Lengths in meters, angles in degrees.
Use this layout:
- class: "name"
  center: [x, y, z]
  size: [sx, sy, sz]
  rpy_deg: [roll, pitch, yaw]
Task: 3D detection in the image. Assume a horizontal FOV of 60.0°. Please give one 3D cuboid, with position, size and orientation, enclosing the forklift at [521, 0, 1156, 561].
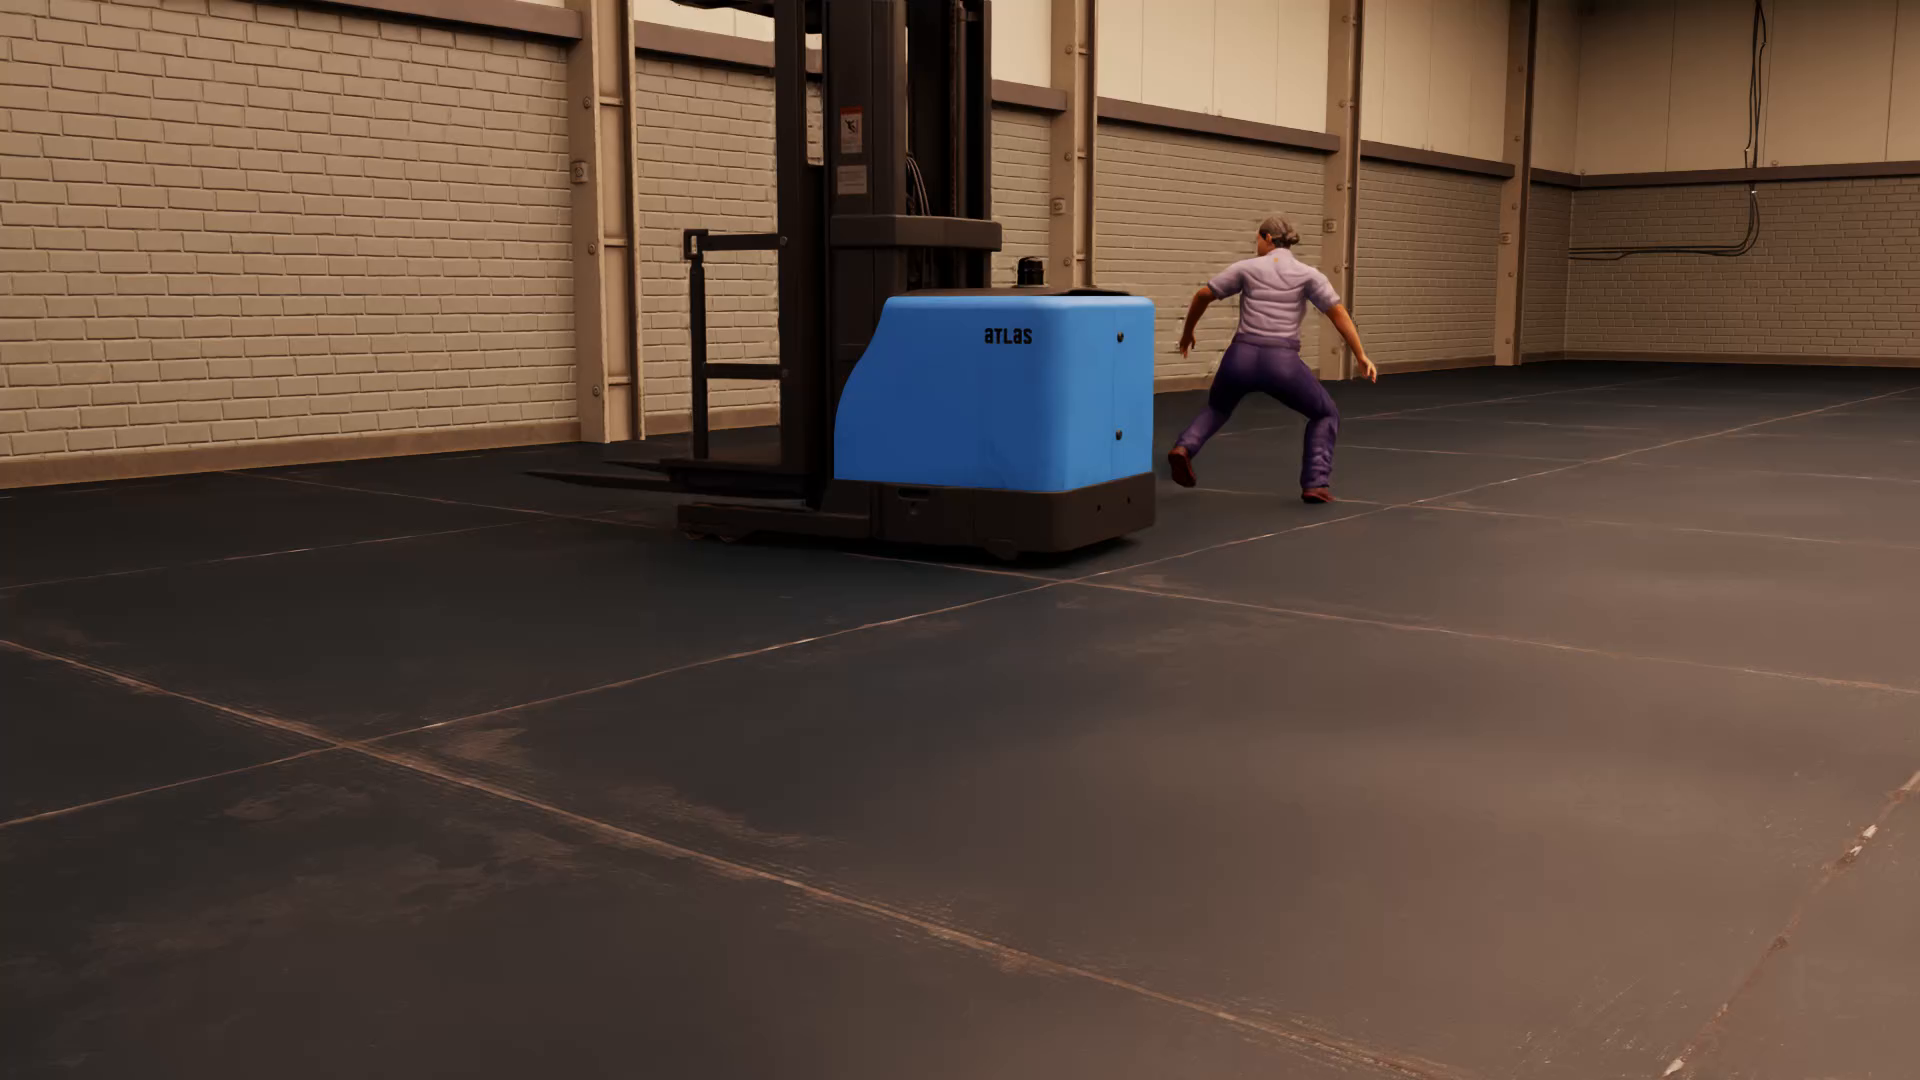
- class: "forklift"
  center: [-0.673, -1.497, 7.513]
  size: [3.031, 2.935, 1.130]
  rpy_deg: [5, 10, 29]

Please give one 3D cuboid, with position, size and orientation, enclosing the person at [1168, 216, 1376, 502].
- class: "person"
  center: [1.661, -0.926, 8.756]
  size: [1.049, 1.543, 0.485]
  rpy_deg: [3, 9, 21]
